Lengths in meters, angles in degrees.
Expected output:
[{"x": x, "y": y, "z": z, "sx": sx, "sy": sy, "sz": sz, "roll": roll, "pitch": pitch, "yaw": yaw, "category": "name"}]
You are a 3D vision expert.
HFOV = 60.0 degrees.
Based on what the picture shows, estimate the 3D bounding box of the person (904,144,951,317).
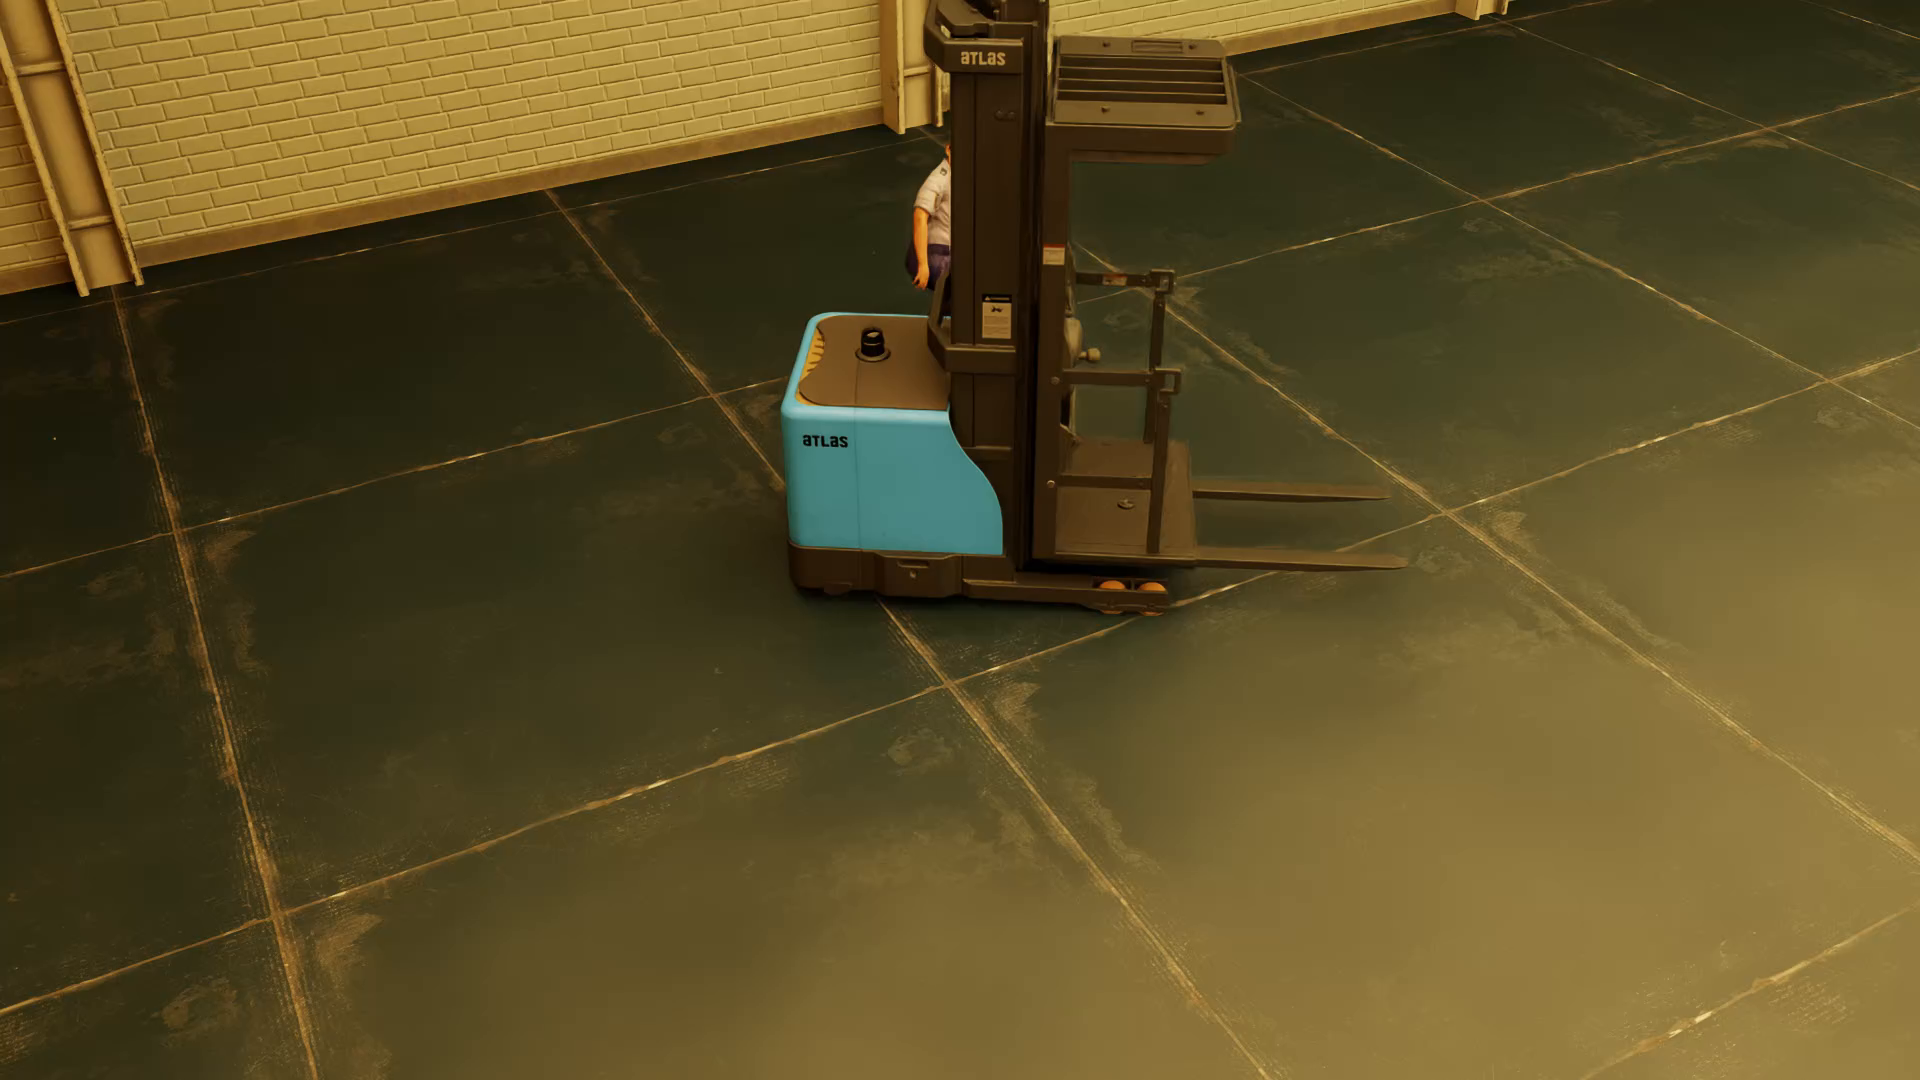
[{"x": 0.007, "y": -1.694, "z": 9.848, "sx": 0.668, "sy": 1.438, "sz": 0.715, "roll": -4, "pitch": 35, "yaw": -6, "category": "person"}]

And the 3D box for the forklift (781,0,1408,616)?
[{"x": 0.695, "y": -1.144, "z": 7.741, "sx": 3.031, "sy": 2.935, "sz": 1.130, "roll": 2, "pitch": 35, "yaw": 4, "category": "forklift"}]
